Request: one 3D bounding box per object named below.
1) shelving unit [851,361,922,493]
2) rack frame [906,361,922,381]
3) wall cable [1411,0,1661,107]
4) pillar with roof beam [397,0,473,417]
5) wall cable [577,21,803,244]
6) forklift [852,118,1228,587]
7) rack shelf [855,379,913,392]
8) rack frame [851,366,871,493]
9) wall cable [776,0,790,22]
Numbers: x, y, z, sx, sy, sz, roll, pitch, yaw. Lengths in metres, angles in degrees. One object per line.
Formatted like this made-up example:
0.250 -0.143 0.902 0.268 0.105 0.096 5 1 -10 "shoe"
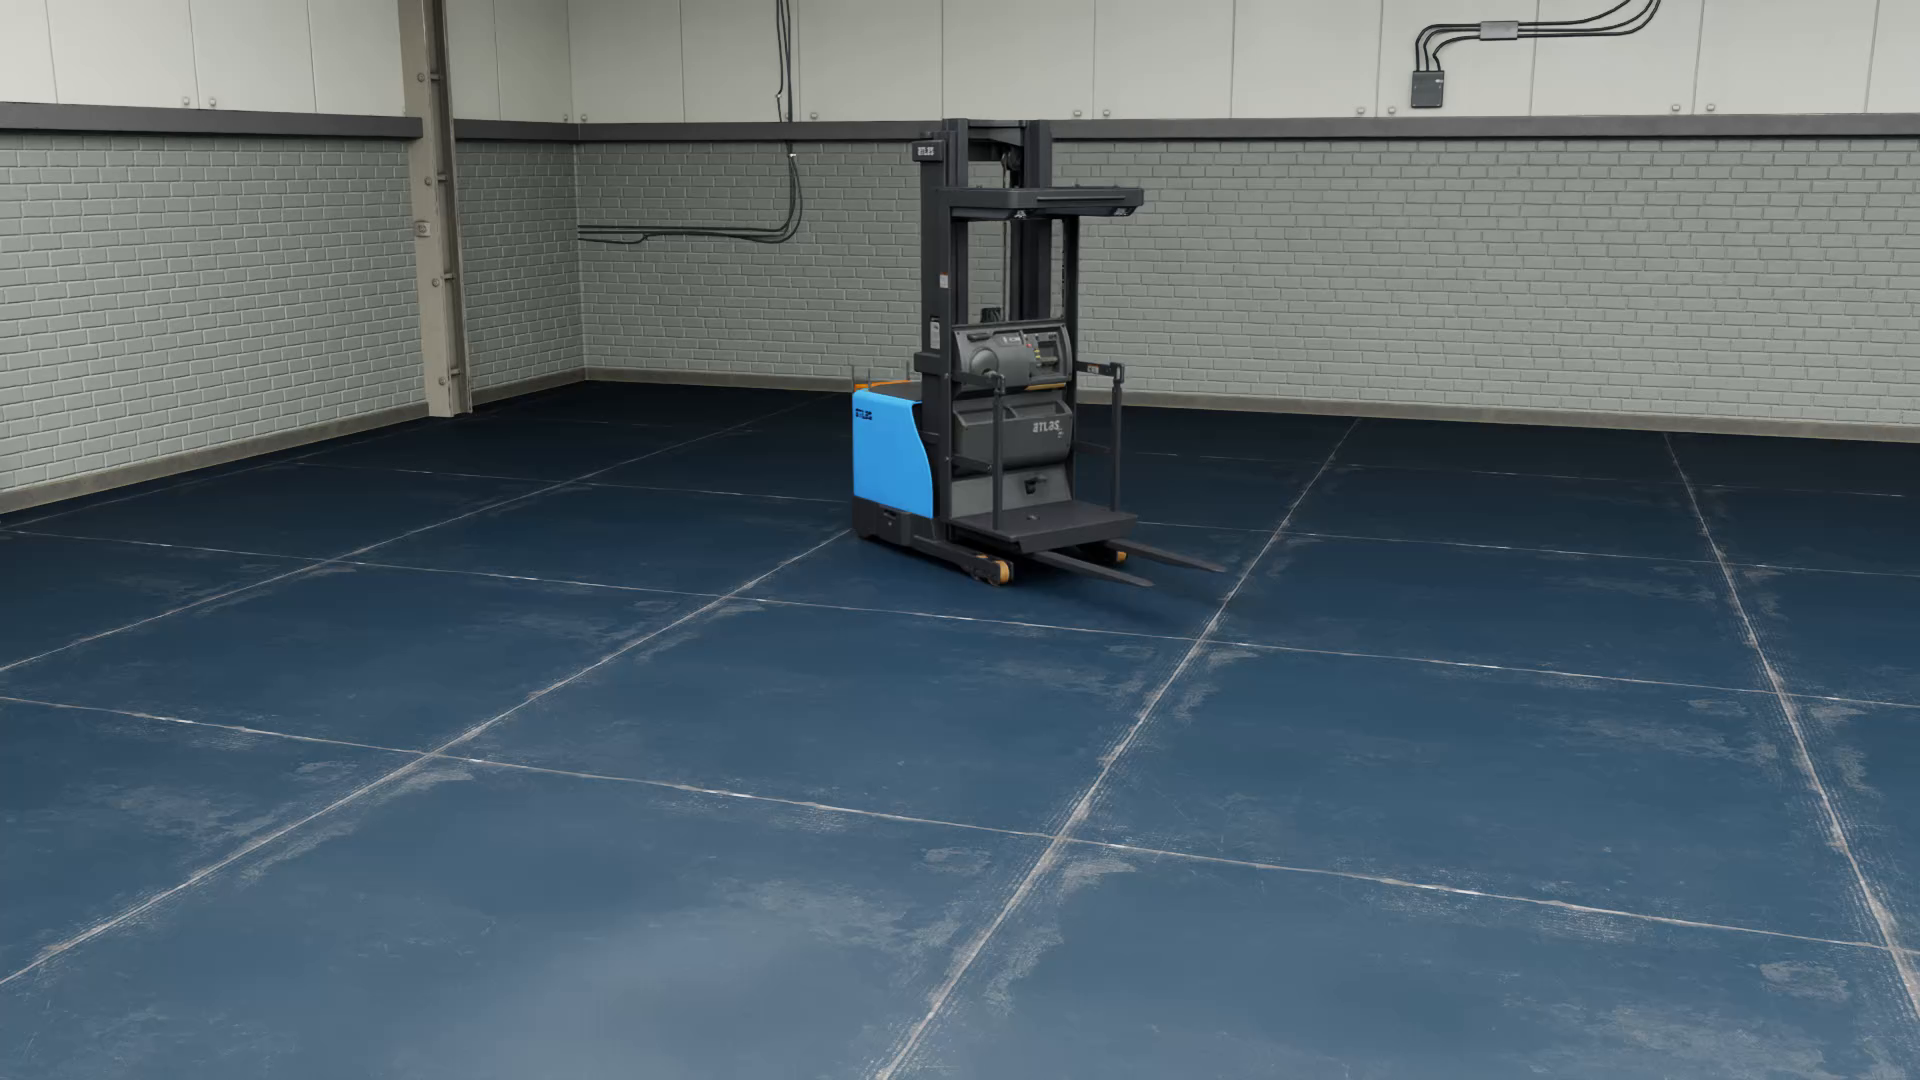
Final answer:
-0.524 -0.705 12.382 0.503 1.200 0.258 -9 16 -35 "shelving unit"
-0.328 -0.738 12.523 0.015 1.200 0.240 -9 16 -35 "rack frame"
5.674 -7.246 15.868 2.305 6.003 0.169 4 14 18 "wall cable"
-1.435 -5.440 15.598 9.100 9.000 0.400 4 14 18 "pillar with roof beam"
-3.304 -4.761 19.602 3.097 2.526 0.112 4 14 18 "wall cable"
0.486 -1.256 10.905 1.130 2.935 3.031 -9 16 -35 "forklift"
-0.524 -1.088 12.294 0.480 0.148 0.258 -9 16 -35 "rack shelf"
-0.721 -0.673 12.241 0.015 1.200 0.240 -9 16 -35 "rack frame"
-0.744 -7.028 18.186 3.097 2.526 0.112 4 14 18 "wall cable"
